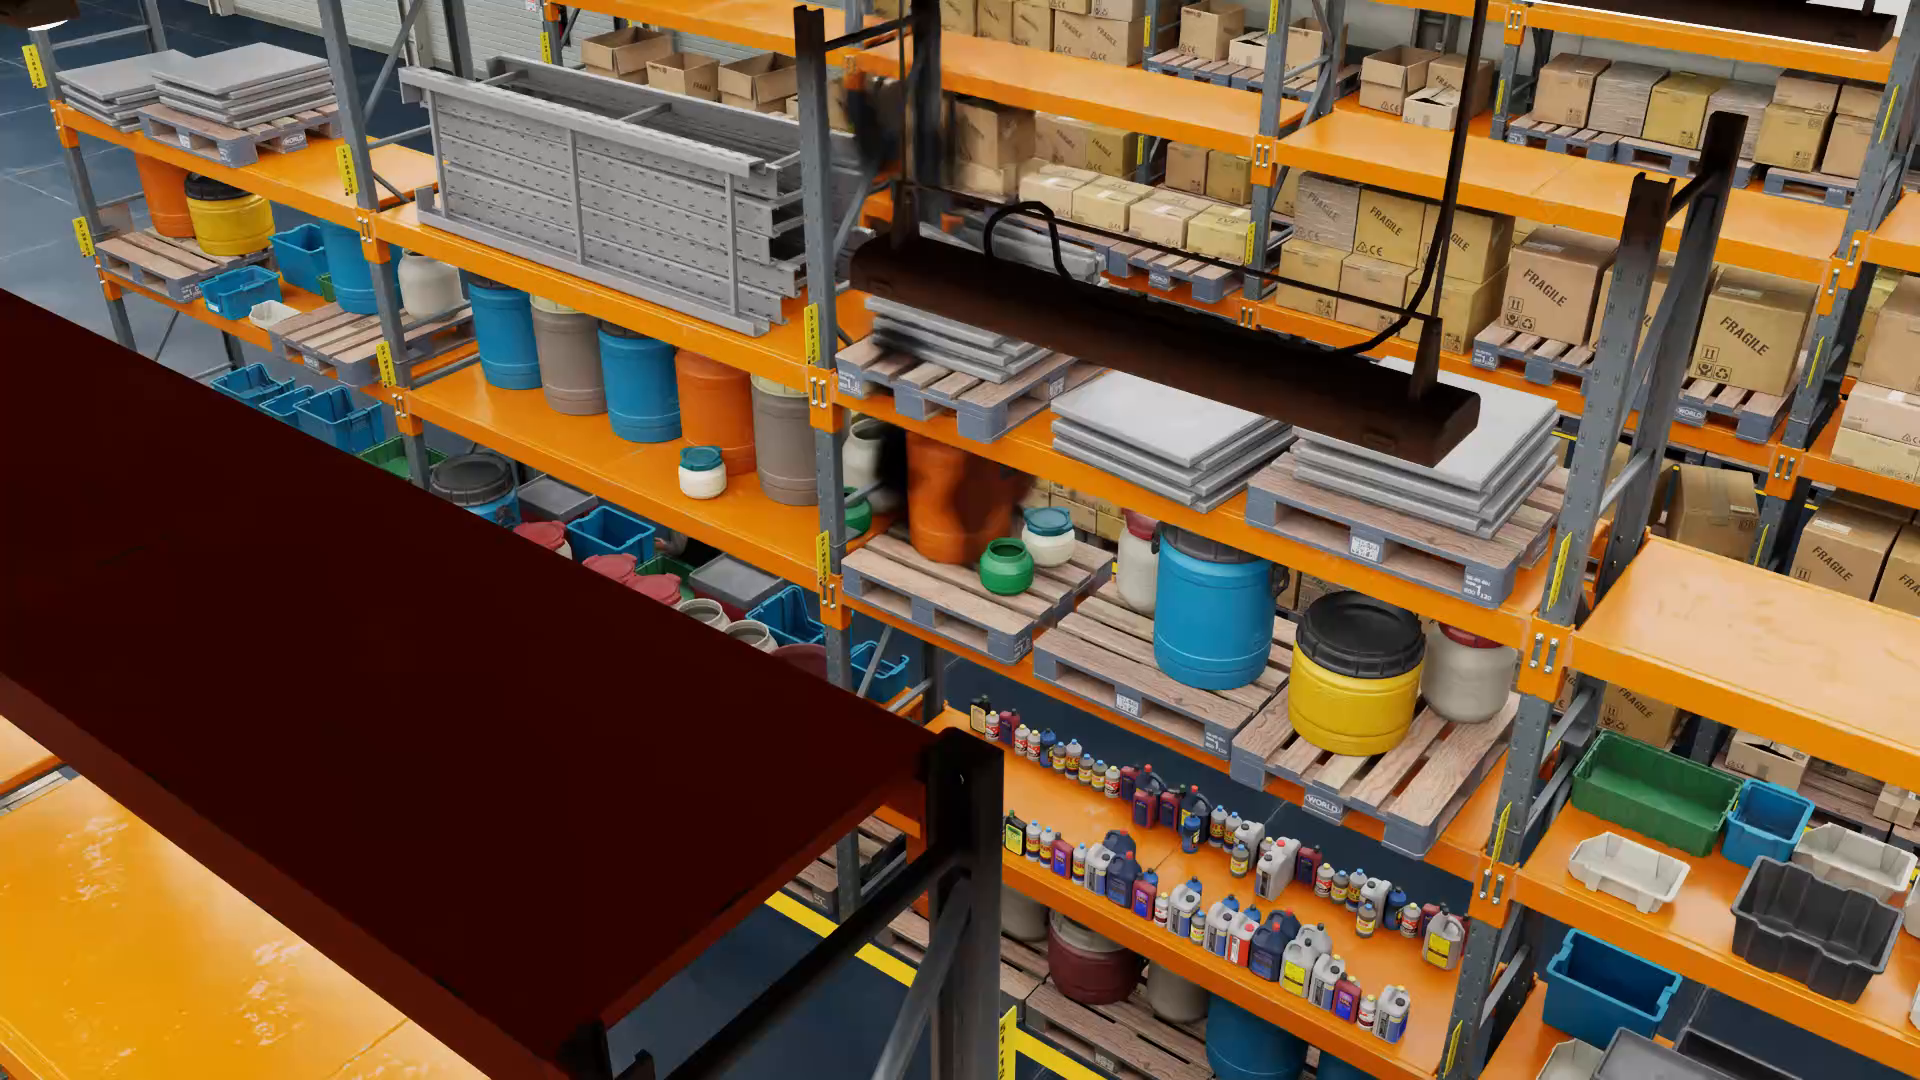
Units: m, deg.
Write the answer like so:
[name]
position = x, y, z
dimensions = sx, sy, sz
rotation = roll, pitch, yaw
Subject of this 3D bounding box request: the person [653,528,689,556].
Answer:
[person]
position = -2.130, 0.149, 13.429
dimensions = 0.607, 1.673, 0.657
rotation = 20, 36, 29
